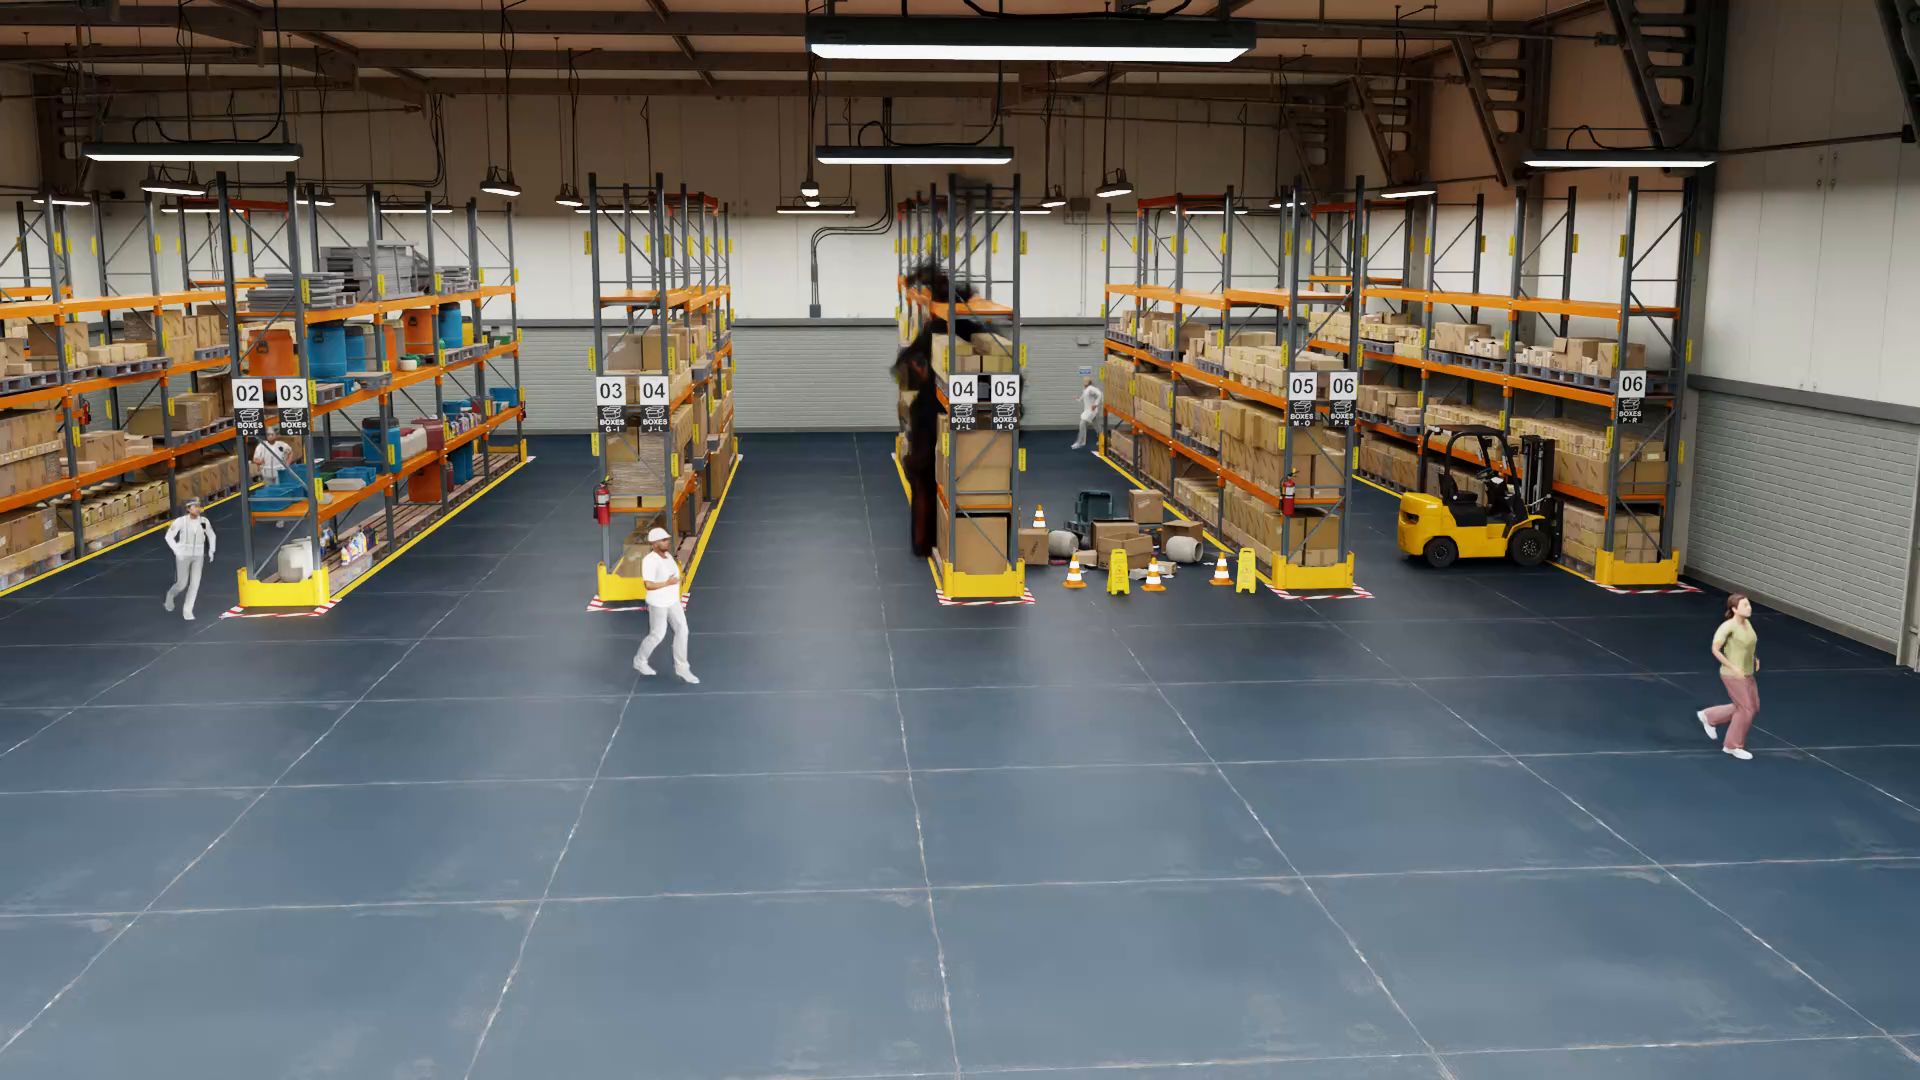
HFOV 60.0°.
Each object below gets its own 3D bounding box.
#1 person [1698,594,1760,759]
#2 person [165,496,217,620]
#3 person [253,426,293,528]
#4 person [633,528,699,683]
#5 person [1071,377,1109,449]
[{"bbox_3d":[7.661,1.328,16.535,0.577,1.642,0.580,-8,13,-38],"label":"person"},{"bbox_3d":[-10.510,0.216,22.767,0.678,1.648,0.657,-9,14,-42],"label":"person"},{"bbox_3d":[-12.420,-1.169,30.096,0.659,1.791,0.966,-3,10,-16],"label":"person"},{"bbox_3d":[-3.440,0.756,19.248,0.802,1.809,0.684,5,11,24],"label":"person"},{"bbox_3d":[3.273,-3.187,41.463,1.000,1.765,0.648,0,10,0],"label":"person"}]
